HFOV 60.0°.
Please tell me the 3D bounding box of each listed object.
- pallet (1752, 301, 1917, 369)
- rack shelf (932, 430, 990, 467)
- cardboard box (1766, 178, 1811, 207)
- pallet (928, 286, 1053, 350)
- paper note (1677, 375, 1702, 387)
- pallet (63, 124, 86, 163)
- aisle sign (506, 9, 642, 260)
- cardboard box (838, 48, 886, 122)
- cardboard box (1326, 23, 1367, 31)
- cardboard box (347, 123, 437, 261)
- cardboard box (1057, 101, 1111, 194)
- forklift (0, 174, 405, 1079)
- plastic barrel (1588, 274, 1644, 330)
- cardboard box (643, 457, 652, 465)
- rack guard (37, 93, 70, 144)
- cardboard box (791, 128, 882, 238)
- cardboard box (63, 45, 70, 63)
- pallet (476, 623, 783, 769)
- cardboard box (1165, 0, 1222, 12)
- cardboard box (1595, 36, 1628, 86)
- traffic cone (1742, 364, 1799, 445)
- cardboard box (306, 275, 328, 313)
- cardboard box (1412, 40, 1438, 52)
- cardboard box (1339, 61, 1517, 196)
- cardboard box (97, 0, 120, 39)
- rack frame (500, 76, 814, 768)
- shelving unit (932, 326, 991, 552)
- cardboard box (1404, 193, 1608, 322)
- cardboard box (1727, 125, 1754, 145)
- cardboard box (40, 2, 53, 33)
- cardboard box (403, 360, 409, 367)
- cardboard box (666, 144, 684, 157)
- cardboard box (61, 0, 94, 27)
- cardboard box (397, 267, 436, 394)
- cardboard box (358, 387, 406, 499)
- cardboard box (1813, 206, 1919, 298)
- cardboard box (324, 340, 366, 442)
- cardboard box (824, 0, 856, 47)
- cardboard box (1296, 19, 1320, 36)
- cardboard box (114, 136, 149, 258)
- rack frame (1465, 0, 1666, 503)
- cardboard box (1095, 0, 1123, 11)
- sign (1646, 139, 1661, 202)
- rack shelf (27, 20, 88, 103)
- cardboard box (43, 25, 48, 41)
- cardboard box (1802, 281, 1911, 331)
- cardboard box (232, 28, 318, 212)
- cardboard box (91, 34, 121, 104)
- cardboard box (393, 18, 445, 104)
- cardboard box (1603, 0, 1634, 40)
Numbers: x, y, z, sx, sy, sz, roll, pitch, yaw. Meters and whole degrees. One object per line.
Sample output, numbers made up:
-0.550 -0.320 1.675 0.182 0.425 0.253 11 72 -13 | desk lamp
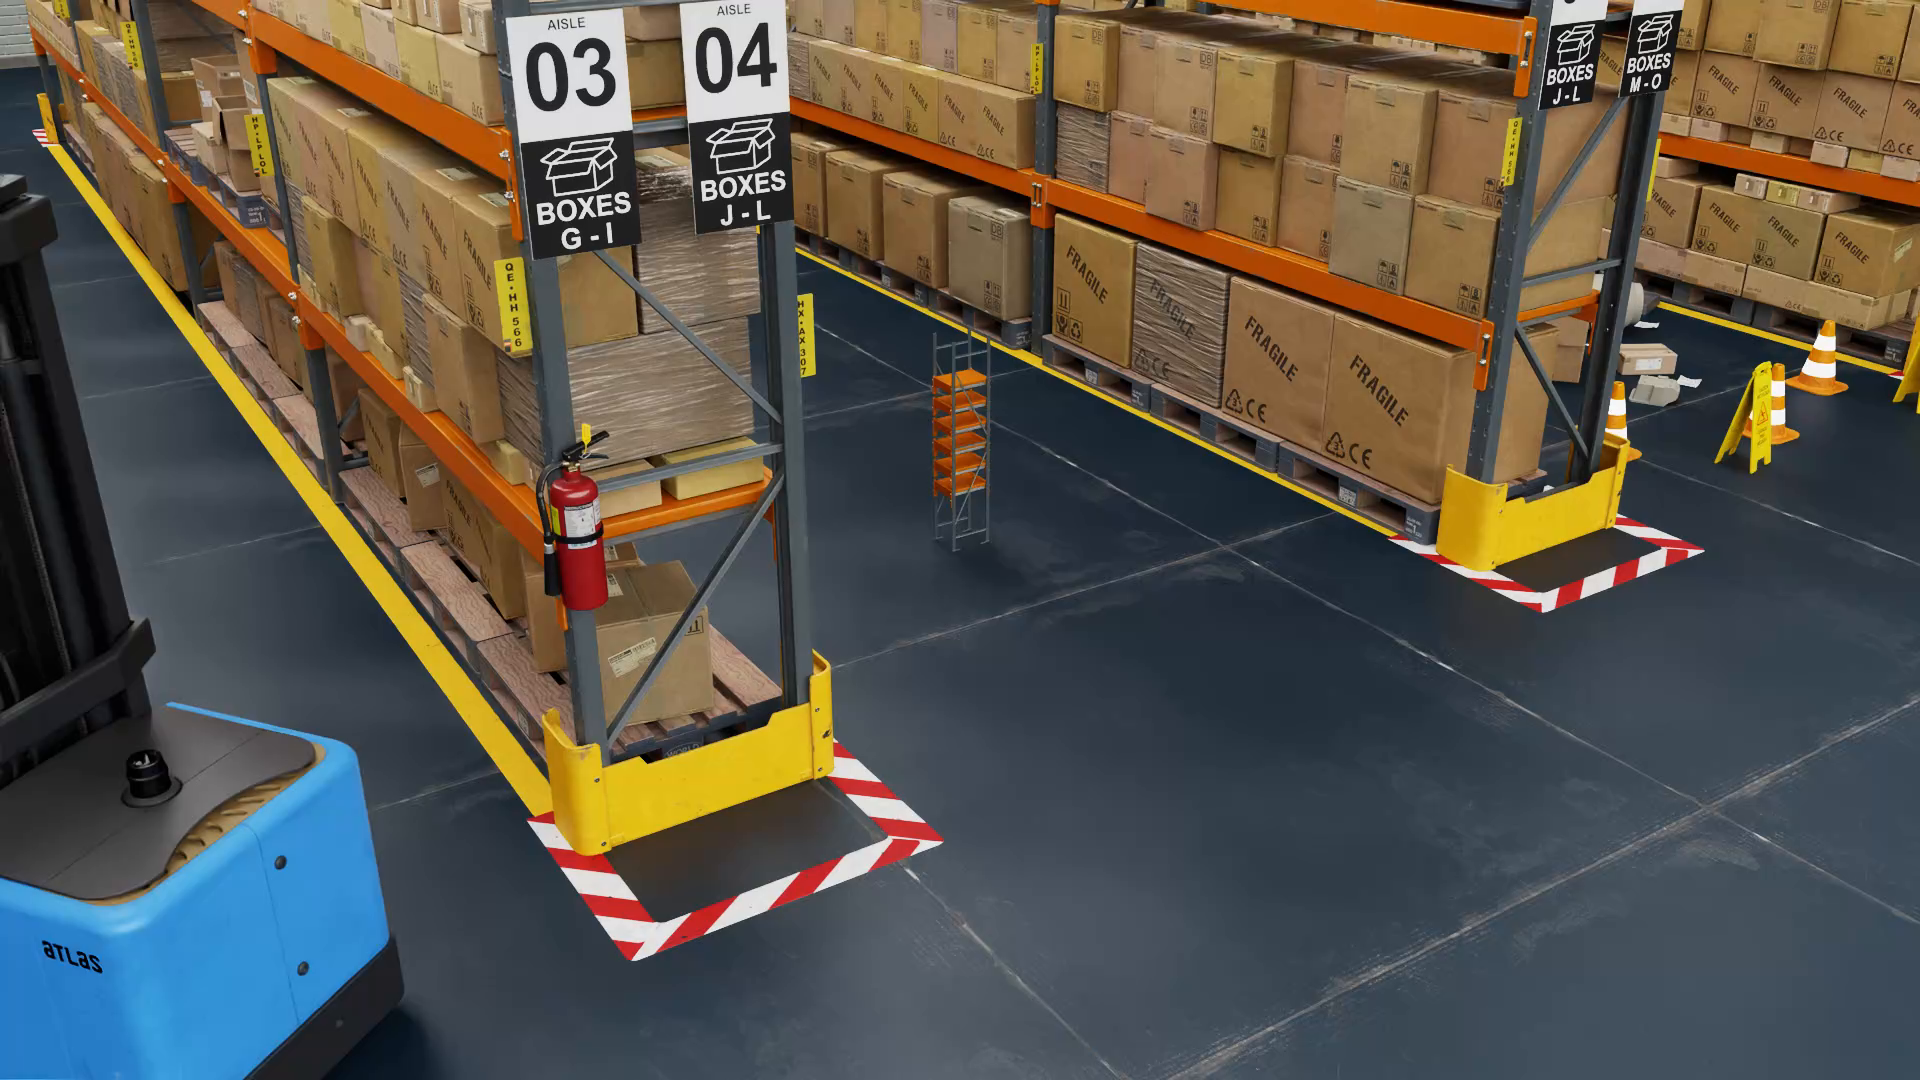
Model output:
6.789 -1.637 12.471 1.003 0.211 1.213 -16 29 -30 | pallet
0.008 -0.497 9.002 0.258 0.103 0.180 -16 29 -30 | rack shelf
6.197 -2.583 12.299 0.380 0.149 0.250 -15 29 -29 | cardboard box
0.484 -1.811 12.838 1.003 0.211 1.213 -16 29 -30 | pallet
5.060 -1.104 11.552 0.142 0.019 0.148 18 31 33 | paper note
-9.291 -4.457 18.443 1.003 0.211 1.213 -16 29 -30 | pallet
-1.276 -1.346 5.543 0.394 0.787 0.004 -16 29 -30 | aisle sign
-0.642 -3.704 13.465 0.500 0.500 0.500 -16 29 -30 | cardboard box
3.781 -5.034 15.443 0.500 0.500 0.500 -17 30 -31 | cardboard box
-2.381 -1.571 7.428 0.500 0.500 0.500 -16 29 -30 | cardboard box
1.180 -2.752 11.390 0.875 0.550 0.550 -16 29 -30 | cardboard box
-3.494 0.269 5.247 3.031 2.935 1.130 9 27 19 | forklift
4.848 -1.793 12.552 0.512 0.421 0.421 3 25 6 | plastic barrel
-1.135 -0.400 6.879 0.380 0.149 0.250 -16 29 -30 | cardboard box
-9.806 -4.864 18.967 1.175 0.500 0.348 -16 29 -30 | rack guard
-0.958 -3.178 14.611 1.050 0.750 0.750 -16 30 -30 | cardboard box
-8.331 -4.658 15.897 0.380 0.149 0.250 -16 30 -30 | cardboard box
-1.514 0.672 7.578 1.003 0.211 1.213 -16 29 -30 | pallet
2.400 -5.706 17.413 0.500 0.250 0.500 -16 29 -30 | cardboard box
5.361 -3.786 13.291 0.500 0.500 0.500 -16 29 -30 | cardboard box
5.184 -0.898 10.610 0.336 0.463 0.334 -16 29 -30 | traffic cone
-3.252 -1.340 8.870 0.380 0.149 0.250 -16 29 -30 | cardboard box
4.248 -4.381 14.819 0.380 0.149 0.250 -16 30 -30 | cardboard box
2.604 -2.255 9.073 0.875 0.550 0.550 -16 29 -30 | cardboard box
-6.889 -4.579 14.144 0.797 0.503 0.637 -15 29 -29 | cardboard box
-1.059 -0.263 6.293 1.000 3.000 0.127 -16 29 -30 | rack frame
0.008 -0.537 8.983 0.258 1.200 0.189 -16 29 -30 | shelving unit
2.911 -1.572 8.891 0.875 0.550 0.550 -16 29 -30 | cardboard box
6.043 -3.094 12.584 0.380 0.149 0.250 -16 29 -30 | cardboard box
-8.908 -5.267 16.721 0.500 0.250 0.500 -16 30 -31 | cardboard box
-2.373 -0.820 7.769 0.380 0.149 0.250 -16 29 -30 | cardboard box
-2.630 -4.035 16.719 0.500 0.500 0.500 -15 29 -29 | cardboard box
-8.085 -5.063 15.409 0.500 0.500 0.500 -15 29 -28 | cardboard box
-1.946 -0.985 7.358 0.875 0.500 0.500 -16 29 -30 | cardboard box
-3.058 -0.600 9.444 0.500 0.500 0.500 -17 30 -31 | cardboard box
6.588 -2.083 12.000 0.500 0.500 0.500 -15 29 -29 | cardboard box
-3.560 -0.987 10.239 0.700 0.500 0.500 -18 31 -33 | cardboard box
-0.701 -4.398 13.764 0.700 0.500 0.500 -16 30 -30 | cardboard box
3.465 -4.961 16.048 0.380 0.149 0.250 -14 29 -27 | cardboard box
-6.266 -2.925 13.930 1.225 0.875 0.875 -15 29 -29 | cardboard box
3.152 -1.382 8.665 1.000 3.000 0.127 -16 29 -30 | rack frame
1.830 -5.849 18.302 0.500 0.250 0.500 -16 30 -30 | cardboard box
3.620 -1.937 8.732 0.100 0.325 0.005 -16 29 -30 | sign
-8.702 -4.945 17.054 1.077 0.370 4.000 -16 29 -30 | rack shelf
-9.172 -5.209 17.064 0.380 0.149 0.250 -16 30 -30 | cardboard box
6.564 -1.754 12.180 0.500 0.250 0.500 -16 29 -30 | cardboard box
-3.559 -2.471 9.777 1.000 1.000 1.000 -15 29 -29 | cardboard box
-7.020 -4.018 14.131 0.500 0.500 0.500 -16 30 -31 | cardboard box
-1.810 -1.842 6.301 0.500 0.250 0.500 -15 29 -29 | cardboard box
5.380 -4.239 13.079 0.700 0.500 0.500 -15 29 -29 | cardboard box
